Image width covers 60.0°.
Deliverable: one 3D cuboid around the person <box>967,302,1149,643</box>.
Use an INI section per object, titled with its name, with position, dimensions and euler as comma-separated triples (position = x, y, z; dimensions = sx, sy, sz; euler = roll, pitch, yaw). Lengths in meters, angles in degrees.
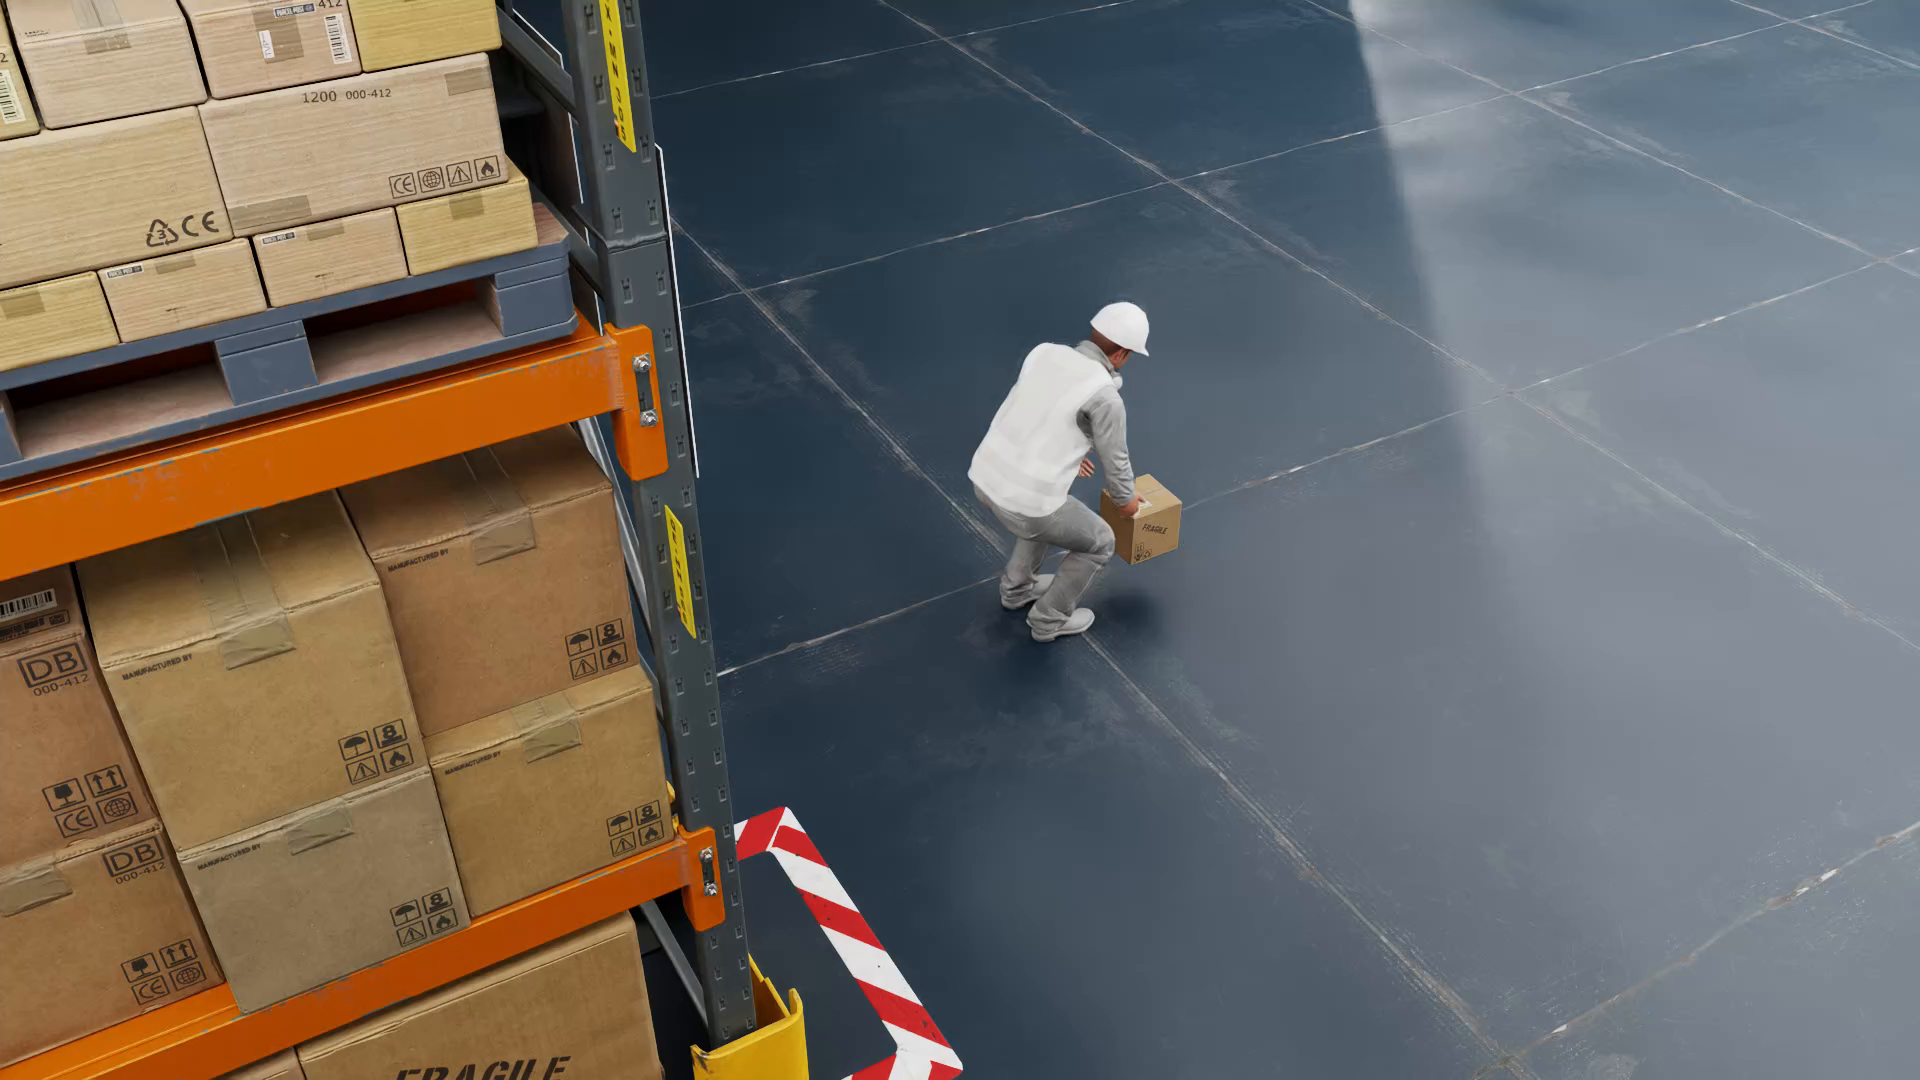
[person]
position = 0.409, -0.285, 6.835
dimensions = 0.784, 1.392, 0.591
euler = -19, 41, -24
